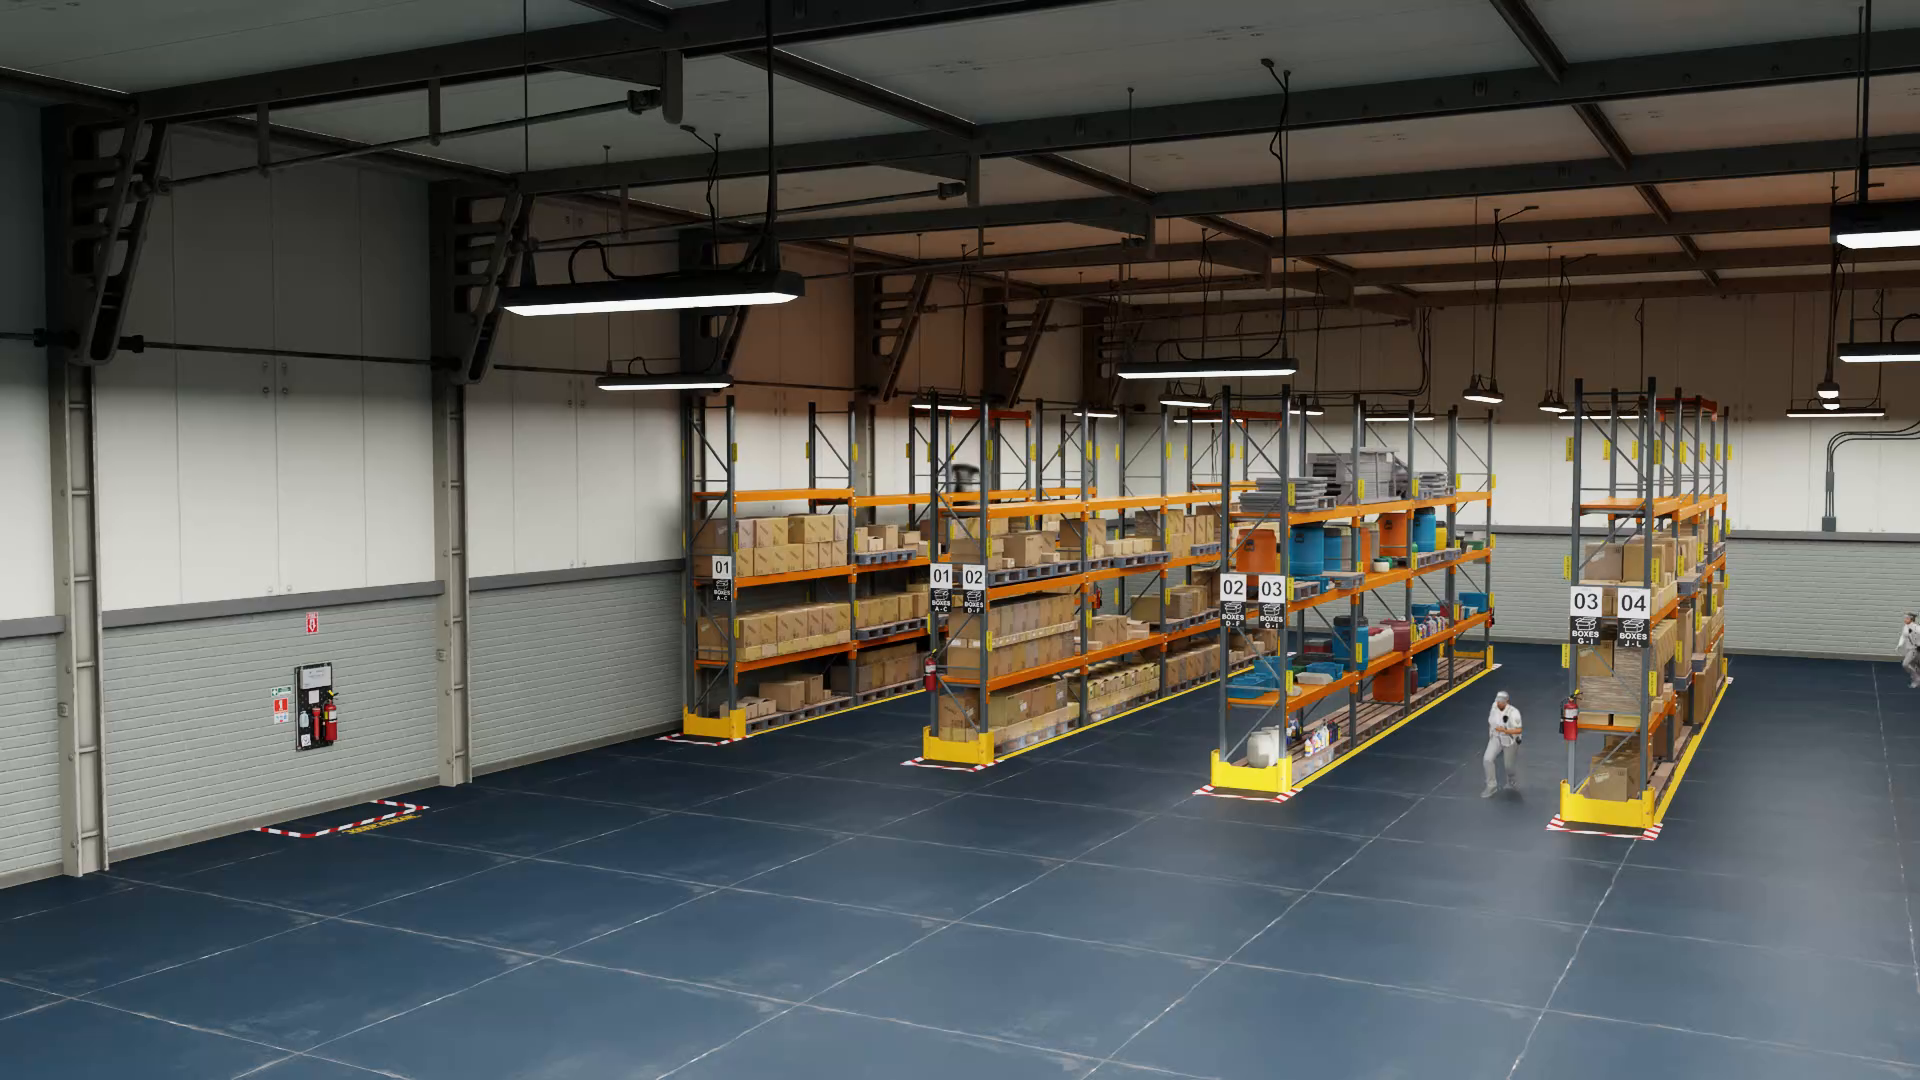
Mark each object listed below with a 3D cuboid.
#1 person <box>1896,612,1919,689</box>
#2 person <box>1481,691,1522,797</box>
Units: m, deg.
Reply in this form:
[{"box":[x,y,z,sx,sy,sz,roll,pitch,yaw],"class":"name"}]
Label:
[{"box":[20.277,2.342,35.316,0.700,1.644,0.632,0,3,4],"class":"person"},{"box":[7.934,2.927,24.118,0.588,1.545,0.997,2,4,39],"class":"person"}]
